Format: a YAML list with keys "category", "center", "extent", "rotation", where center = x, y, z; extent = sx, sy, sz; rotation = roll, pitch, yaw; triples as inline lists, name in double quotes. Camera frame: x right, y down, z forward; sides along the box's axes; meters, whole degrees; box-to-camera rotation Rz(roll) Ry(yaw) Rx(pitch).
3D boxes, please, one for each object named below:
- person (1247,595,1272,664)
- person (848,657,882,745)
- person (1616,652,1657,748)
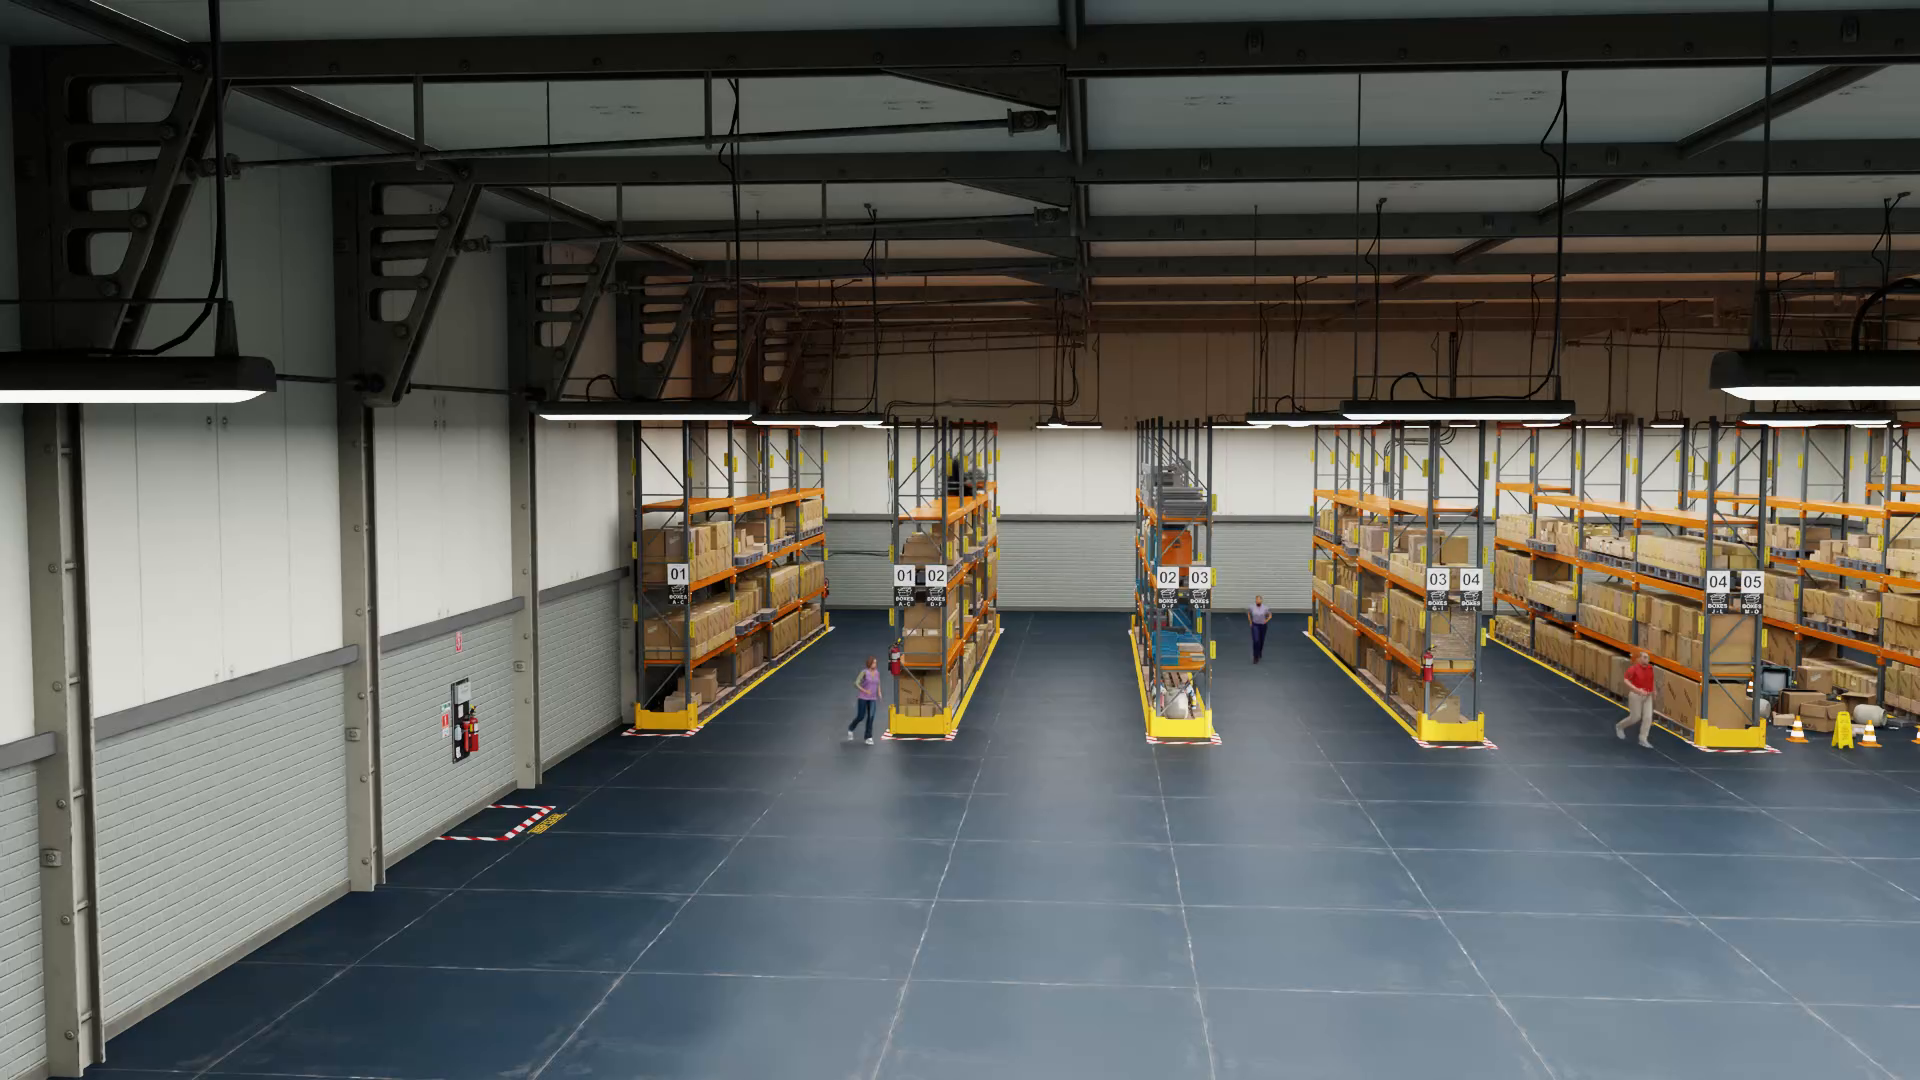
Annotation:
- category: "person"
  center: [7.442, 2.208, 41.325]
  extent: [0.601, 1.686, 0.815]
  rotation: [0, 4, 3]
- category: "person"
  center: [-1.661, 2.924, 30.513]
  extent: [0.609, 1.554, 0.824]
  rotation: [-2, 4, -30]
- category: "person"
  center: [12.429, 2.897, 30.433]
  extent: [0.689, 1.725, 0.801]
  rotation: [-1, 4, -18]
